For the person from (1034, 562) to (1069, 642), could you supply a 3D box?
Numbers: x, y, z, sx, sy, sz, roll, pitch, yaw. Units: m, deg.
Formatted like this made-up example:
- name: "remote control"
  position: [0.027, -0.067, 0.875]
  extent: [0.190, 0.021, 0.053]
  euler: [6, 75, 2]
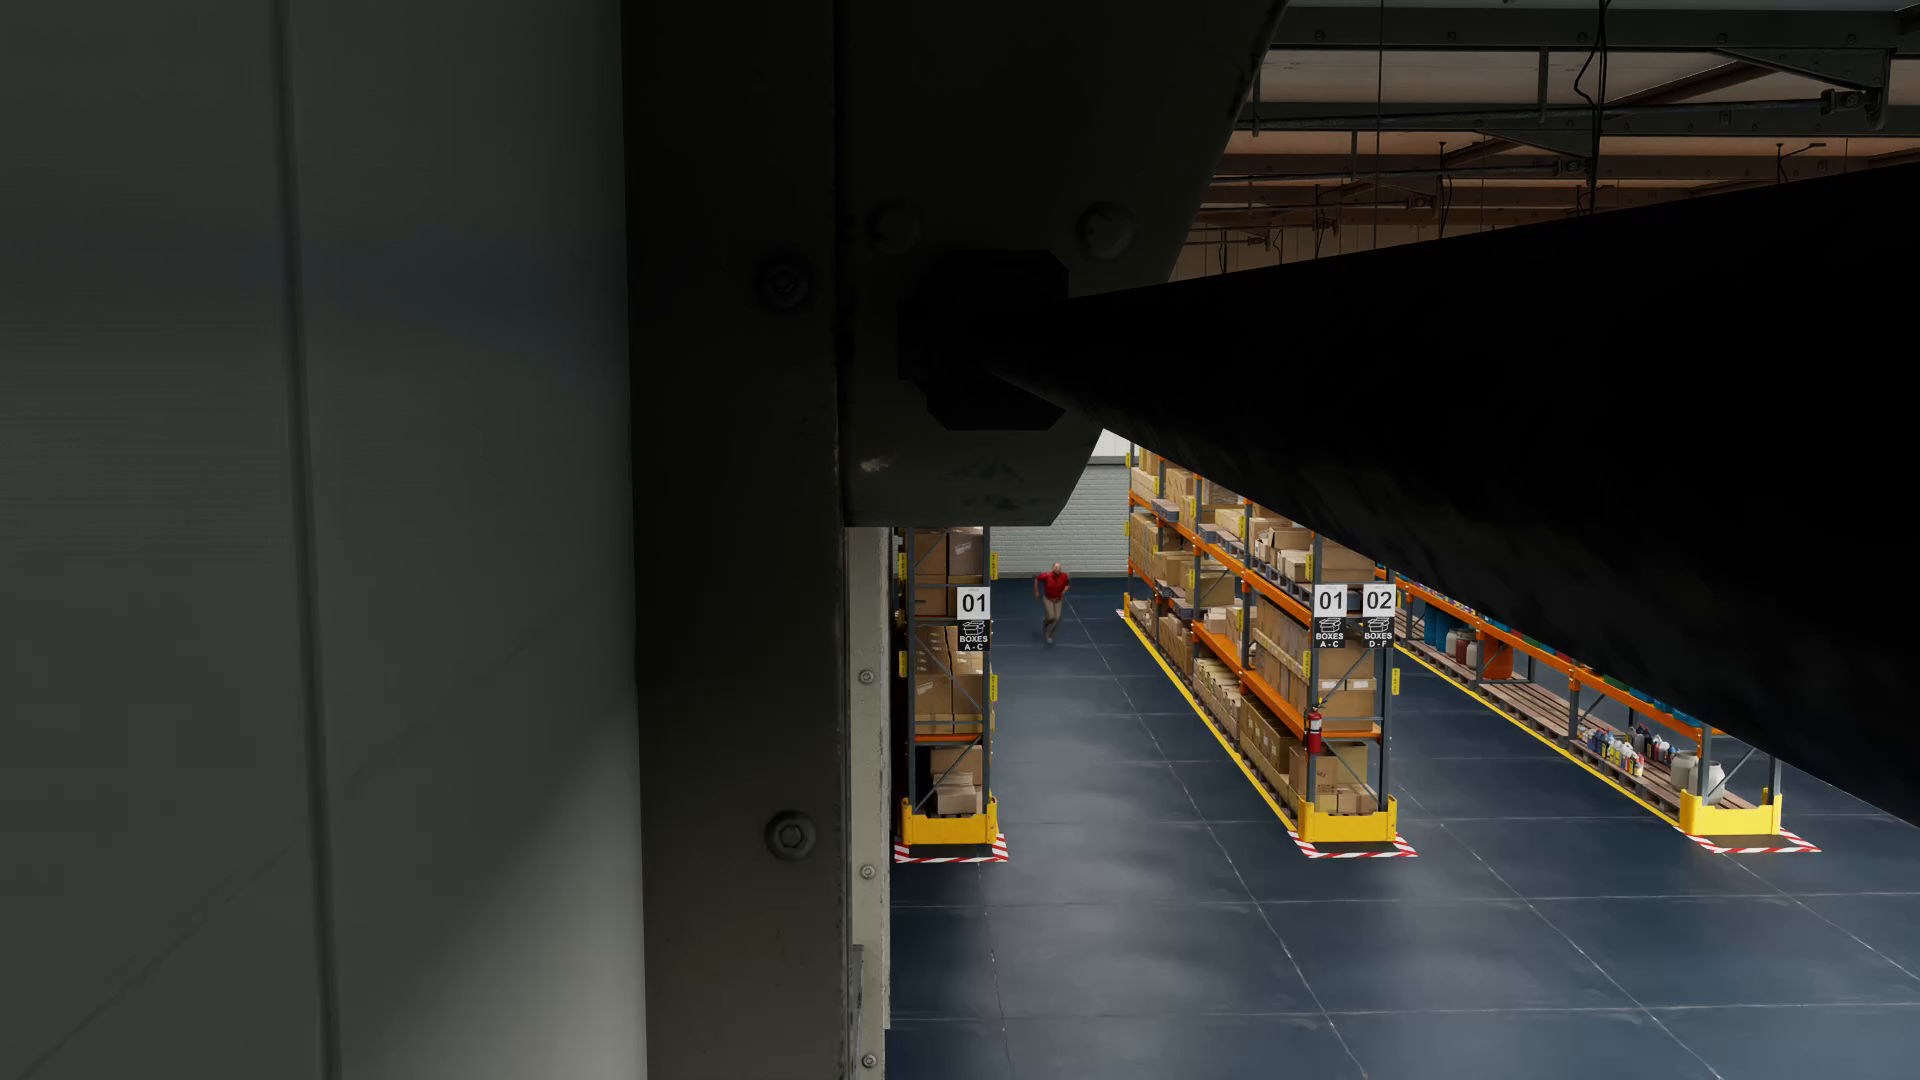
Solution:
- name: "person"
  position: [1.876, 1.255, 33.340]
  extent: [0.646, 1.650, 0.737]
  euler: [-3, 8, -20]
